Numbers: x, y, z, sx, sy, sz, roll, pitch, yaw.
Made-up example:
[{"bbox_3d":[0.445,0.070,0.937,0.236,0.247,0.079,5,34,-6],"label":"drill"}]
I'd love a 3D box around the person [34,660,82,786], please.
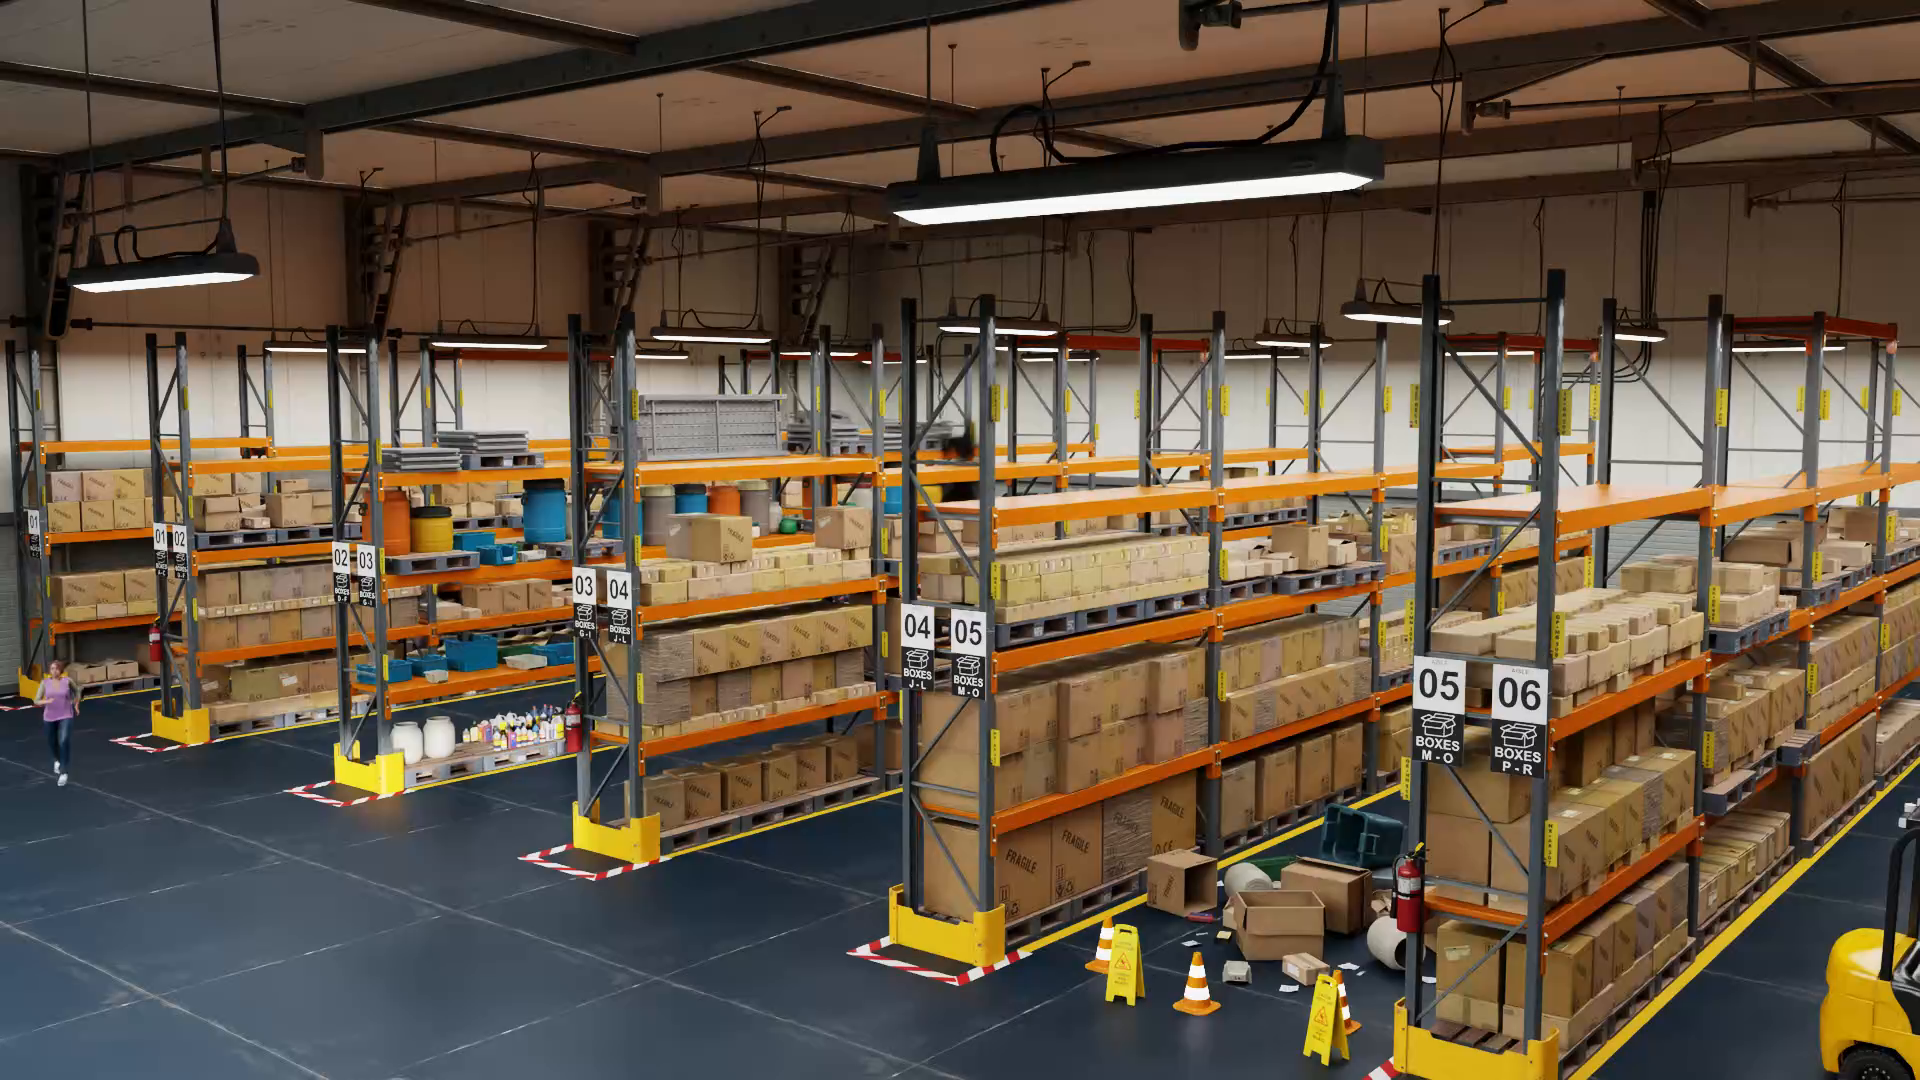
[{"bbox_3d":[-11.891,2.374,21.935,0.533,1.596,0.878,-2,6,-22],"label":"person"}]

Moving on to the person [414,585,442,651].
[{"bbox_3d":[-9.598,1.630,29.868,0.637,1.772,0.682,5,7,42],"label":"person"}]

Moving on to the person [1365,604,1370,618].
[{"bbox_3d":[6.530,1.955,26.473,0.760,1.702,0.682,-5,7,-43],"label":"person"}]
